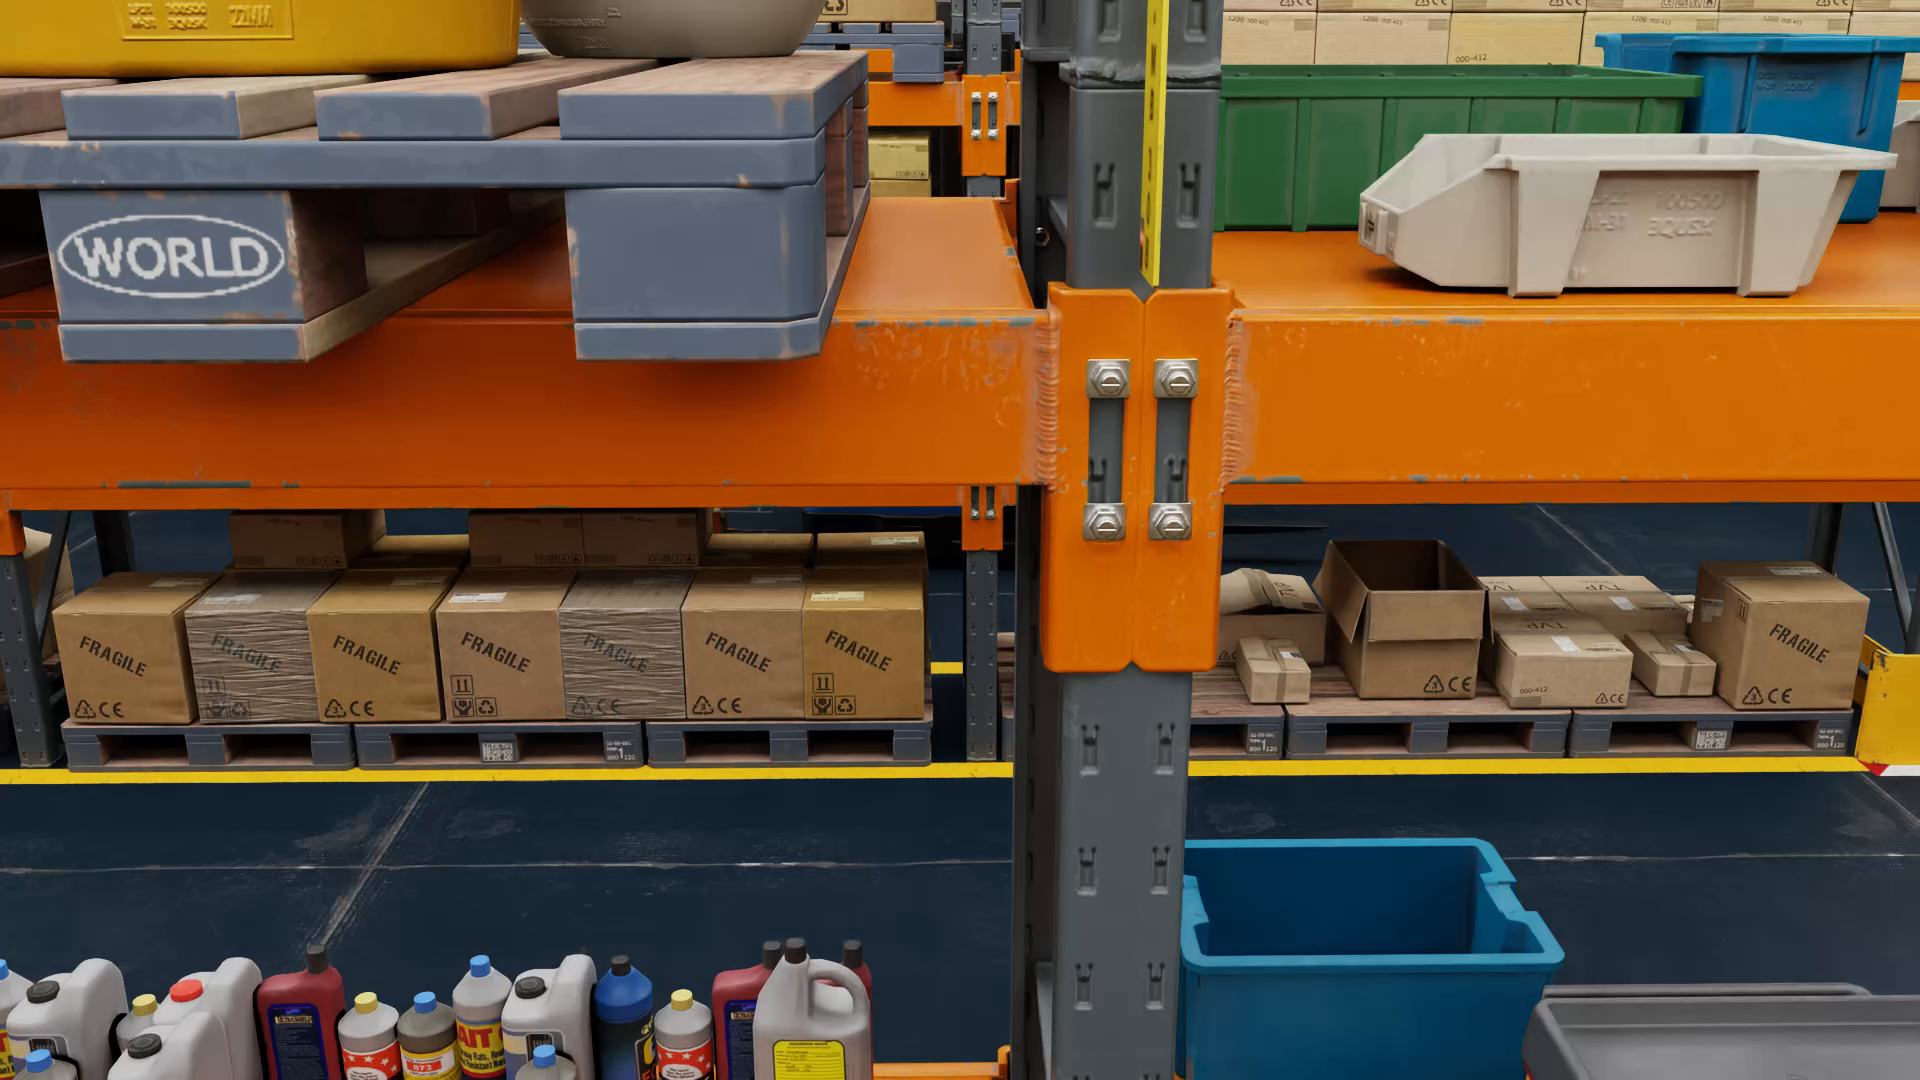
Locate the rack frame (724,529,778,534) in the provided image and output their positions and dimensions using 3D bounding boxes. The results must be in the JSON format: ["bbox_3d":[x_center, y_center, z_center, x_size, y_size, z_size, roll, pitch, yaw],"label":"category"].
[{"bbox_3d":[-1.721,-0.032,10.129,1.200,0.006,0.240,1,18,2],"label":"rack frame"}]

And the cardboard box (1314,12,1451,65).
[{"bbox_3d":[1.574,-1.919,6.453,0.500,0.250,0.500,0,18,-1],"label":"cardboard box"}]

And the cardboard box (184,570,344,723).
[{"bbox_3d":[-2.933,0.449,7.109,0.500,0.500,0.500,-1,18,-3],"label":"cardboard box"}]

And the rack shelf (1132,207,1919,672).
[{"bbox_3d":[2.158,-0.214,2.072,4.000,0.370,1.077,0,18,-1],"label":"rack shelf"}]

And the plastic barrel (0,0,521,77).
[{"bbox_3d":[-0.751,-0.770,1.632,0.600,0.588,0.600,0,18,0],"label":"plastic barrel"}]

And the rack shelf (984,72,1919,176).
[{"bbox_3d":[2.084,-1.727,6.788,4.000,0.370,1.077,0,18,-1],"label":"rack shelf"}]

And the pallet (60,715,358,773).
[{"bbox_3d":[-3.169,0.723,7.448,1.213,0.211,1.003,0,18,-1],"label":"pallet"}]

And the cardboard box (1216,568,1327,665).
[{"bbox_3d":[1.399,0.346,7.740,0.500,0.311,0.500,0,18,-1],"label":"cardboard box"}]

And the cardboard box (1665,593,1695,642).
[{"bbox_3d":[3.409,0.387,7.849,0.250,0.166,0.380,0,18,-1],"label":"cardboard box"}]

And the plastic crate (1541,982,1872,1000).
[{"bbox_3d":[1.273,0.896,2.696,0.590,0.125,0.437,0,18,-1],"label":"plastic crate"}]

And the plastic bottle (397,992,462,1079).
[{"bbox_3d":[-0.890,0.856,2.794,0.097,0.201,0.097,0,18,0],"label":"plastic bottle"}]

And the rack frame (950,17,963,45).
[{"bbox_3d":[0.002,-2.145,11.823,0.127,3.000,1.000,0,18,-1],"label":"rack frame"}]

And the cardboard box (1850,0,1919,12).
[{"bbox_3d":[3.574,-2.166,6.405,0.500,0.250,0.500,0,18,-1],"label":"cardboard box"}]

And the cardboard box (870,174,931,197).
[{"bbox_3d":[-0.456,-2.264,11.512,0.500,0.500,0.500,-1,18,-2],"label":"cardboard box"}]

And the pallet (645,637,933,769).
[{"bbox_3d":[-0.729,0.711,7.484,1.213,0.211,1.003,0,18,-1],"label":"pallet"}]

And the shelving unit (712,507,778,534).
[{"bbox_3d":[-1.721,-0.119,10.101,1.200,0.189,0.258,1,18,2],"label":"shelving unit"}]

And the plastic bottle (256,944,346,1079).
[{"bbox_3d":[-1.103,0.812,2.796,0.133,0.283,0.061,0,18,-1],"label":"plastic bottle"}]

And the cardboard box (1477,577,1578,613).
[{"bbox_3d":[2.535,0.369,7.766,0.500,0.250,0.500,0,18,-1],"label":"cardboard box"}]

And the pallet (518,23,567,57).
[{"bbox_3d":[-1.606,-1.983,6.716,1.003,0.211,1.213,0,18,-1],"label":"pallet"}]

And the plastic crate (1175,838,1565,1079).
[{"bbox_3d":[0.620,0.754,2.715,0.575,0.384,0.392,0,18,-1],"label":"plastic crate"}]

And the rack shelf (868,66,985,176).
[{"bbox_3d":[-1.916,-1.708,6.728,4.000,0.370,1.077,0,18,-1],"label":"rack shelf"}]

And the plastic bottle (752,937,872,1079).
[{"bbox_3d":[-0.239,0.807,2.701,0.185,0.351,0.144,0,18,-1],"label":"plastic bottle"}]

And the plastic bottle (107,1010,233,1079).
[{"bbox_3d":[-1.234,0.877,2.606,0.135,0.276,0.152,0,18,-1],"label":"plastic bottle"}]

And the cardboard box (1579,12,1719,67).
[{"bbox_3d":[2.574,-1.920,6.456,0.500,0.250,0.500,0,18,-1],"label":"cardboard box"}]

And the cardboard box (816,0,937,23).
[{"bbox_3d":[-0.421,-2.375,6.616,0.600,0.600,0.600,-2,18,-6],"label":"cardboard box"}]

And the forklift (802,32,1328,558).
[{"bbox_3d":[0.624,-1.385,9.567,3.031,2.935,1.130,1,18,3],"label":"forklift"}]

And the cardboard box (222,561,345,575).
[{"bbox_3d":[-2.984,0.292,7.599,0.500,0.500,0.500,0,18,1],"label":"cardboard box"}]

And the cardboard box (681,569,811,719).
[{"bbox_3d":[-0.899,0.439,7.141,0.500,0.500,0.500,0,18,-1],"label":"cardboard box"}]

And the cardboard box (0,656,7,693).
[{"bbox_3d":[-4.438,0.574,7.162,0.500,0.250,0.500,0,18,0],"label":"cardboard box"}]

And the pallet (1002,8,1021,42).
[{"bbox_3d":[0.820,-3.532,11.381,1.213,0.211,1.003,0,18,-1],"label":"pallet"}]

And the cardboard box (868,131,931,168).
[{"bbox_3d":[-0.462,-2.778,11.886,0.500,0.250,0.500,0,18,1],"label":"cardboard box"}]

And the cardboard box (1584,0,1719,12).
[{"bbox_3d":[2.574,-2.162,6.393,0.500,0.250,0.500,0,18,-1],"label":"cardboard box"}]

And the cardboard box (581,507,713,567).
[{"bbox_3d":[-1.404,-0.075,7.516,0.500,0.250,0.500,0,18,-1],"label":"cardboard box"}]

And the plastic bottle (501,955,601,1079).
[{"bbox_3d":[-0.676,0.828,2.760,0.135,0.276,0.152,0,18,-1],"label":"plastic bottle"}]

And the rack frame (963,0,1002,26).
[{"bbox_3d":[0.084,-3.488,6.190,0.127,3.000,1.000,0,18,-1],"label":"rack frame"}]

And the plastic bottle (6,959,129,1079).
[{"bbox_3d":[-1.468,0.832,2.748,0.135,0.276,0.152,0,18,-1],"label":"plastic bottle"}]

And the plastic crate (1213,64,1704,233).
[{"bbox_3d":[0.577,-0.541,2.259,0.662,0.188,0.450,0,18,-1],"label":"plastic crate"}]

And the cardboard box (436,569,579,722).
[{"bbox_3d":[-1.909,0.444,7.125,0.500,0.500,0.500,-1,18,-3],"label":"cardboard box"}]

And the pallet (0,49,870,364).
[{"bbox_3d":[-0.624,-0.424,1.856,1.003,0.211,1.213,0,18,-1],"label":"pallet"}]

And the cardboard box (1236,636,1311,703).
[{"bbox_3d":[1.372,0.565,7.295,0.250,0.166,0.380,0,18,-1],"label":"cardboard box"}]

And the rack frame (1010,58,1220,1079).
[{"bbox_3d":[0.158,0.881,2.390,0.127,3.000,1.000,0,18,-1],"label":"rack frame"}]

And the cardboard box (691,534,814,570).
[{"bbox_3d":[-0.937,0.283,7.627,0.500,0.500,0.500,0,18,0],"label":"cardboard box"}]

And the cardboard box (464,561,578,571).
[{"bbox_3d":[-1.942,0.285,7.620,0.500,0.500,0.500,-1,18,-3],"label":"cardboard box"}]

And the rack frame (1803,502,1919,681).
[{"bbox_3d":[4.083,-0.651,7.167,0.127,3.000,1.000,0,18,-1],"label":"rack frame"}]

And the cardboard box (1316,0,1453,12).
[{"bbox_3d":[1.574,-2.155,6.371,0.500,0.250,0.500,0,18,-1],"label":"cardboard box"}]

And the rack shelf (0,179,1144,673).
[{"bbox_3d":[-1.841,-0.195,2.012,4.000,0.370,1.077,0,18,-1],"label":"rack shelf"}]

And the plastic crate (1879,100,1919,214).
[{"bbox_3d":[1.424,-0.544,2.354,0.466,0.136,0.293,0,18,-1],"label":"plastic crate"}]

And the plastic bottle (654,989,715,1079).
[{"bbox_3d":[-0.463,0.854,2.800,0.097,0.201,0.097,0,18,0],"label":"plastic bottle"}]

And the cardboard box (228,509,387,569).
[{"bbox_3d":[-2.928,-0.067,7.489,0.500,0.250,0.500,0,18,1],"label":"cardboard box"}]

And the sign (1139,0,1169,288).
[{"bbox_3d":[0.165,-0.384,1.407,0.005,0.325,0.100,0,18,-1],"label":"sign"}]

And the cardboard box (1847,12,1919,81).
[{"bbox_3d":[3.574,-1.925,6.473,0.500,0.250,0.500,0,18,-1],"label":"cardboard box"}]

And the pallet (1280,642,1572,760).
[{"bbox_3d":[1.993,0.686,7.563,1.213,0.211,1.003,0,18,-1],"label":"pallet"}]

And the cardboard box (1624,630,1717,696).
[{"bbox_3d":[3.137,0.541,7.369,0.250,0.166,0.380,0,18,-1],"label":"cardboard box"}]

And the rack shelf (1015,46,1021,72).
[{"bbox_3d":[2.002,-3.240,11.505,4.000,0.370,1.077,0,18,-1],"label":"rack shelf"}]

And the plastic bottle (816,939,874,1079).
[{"bbox_3d":[-0.215,0.808,2.809,0.133,0.283,0.061,0,18,-1],"label":"plastic bottle"}]
